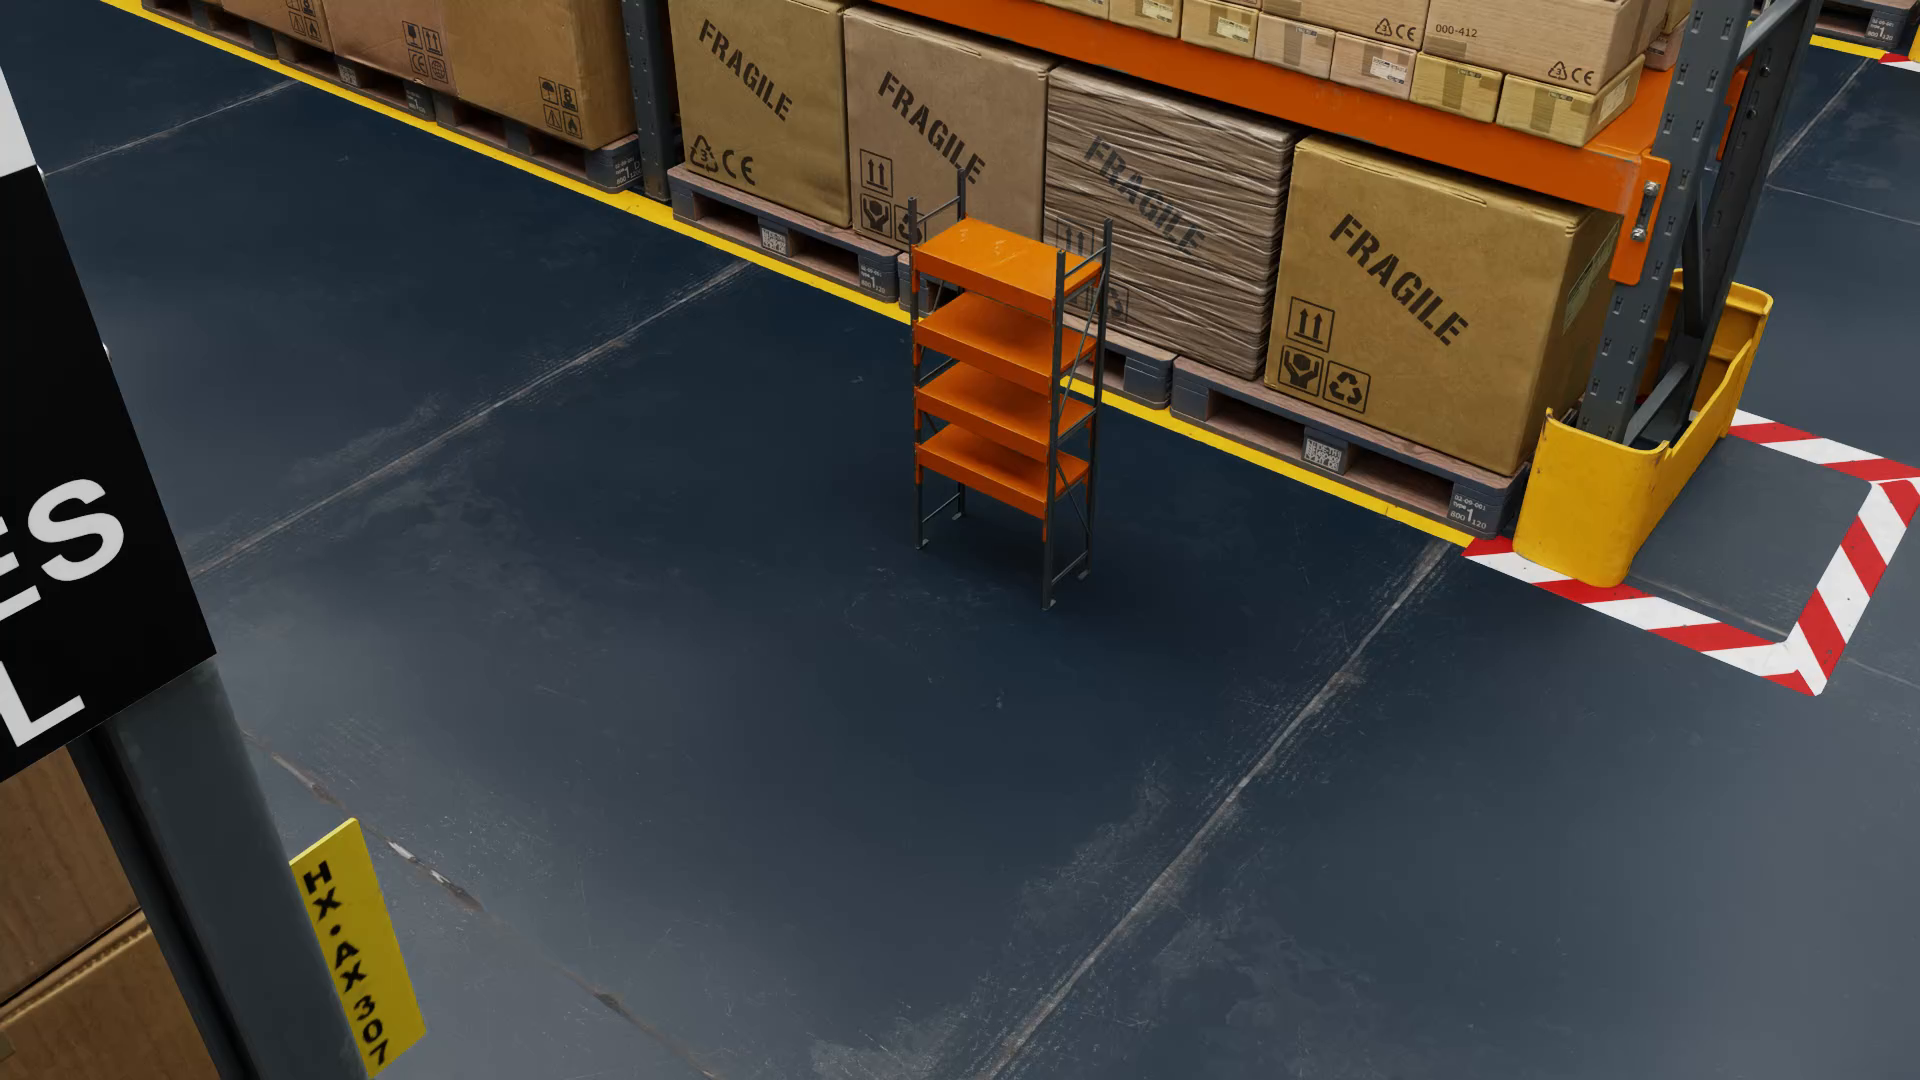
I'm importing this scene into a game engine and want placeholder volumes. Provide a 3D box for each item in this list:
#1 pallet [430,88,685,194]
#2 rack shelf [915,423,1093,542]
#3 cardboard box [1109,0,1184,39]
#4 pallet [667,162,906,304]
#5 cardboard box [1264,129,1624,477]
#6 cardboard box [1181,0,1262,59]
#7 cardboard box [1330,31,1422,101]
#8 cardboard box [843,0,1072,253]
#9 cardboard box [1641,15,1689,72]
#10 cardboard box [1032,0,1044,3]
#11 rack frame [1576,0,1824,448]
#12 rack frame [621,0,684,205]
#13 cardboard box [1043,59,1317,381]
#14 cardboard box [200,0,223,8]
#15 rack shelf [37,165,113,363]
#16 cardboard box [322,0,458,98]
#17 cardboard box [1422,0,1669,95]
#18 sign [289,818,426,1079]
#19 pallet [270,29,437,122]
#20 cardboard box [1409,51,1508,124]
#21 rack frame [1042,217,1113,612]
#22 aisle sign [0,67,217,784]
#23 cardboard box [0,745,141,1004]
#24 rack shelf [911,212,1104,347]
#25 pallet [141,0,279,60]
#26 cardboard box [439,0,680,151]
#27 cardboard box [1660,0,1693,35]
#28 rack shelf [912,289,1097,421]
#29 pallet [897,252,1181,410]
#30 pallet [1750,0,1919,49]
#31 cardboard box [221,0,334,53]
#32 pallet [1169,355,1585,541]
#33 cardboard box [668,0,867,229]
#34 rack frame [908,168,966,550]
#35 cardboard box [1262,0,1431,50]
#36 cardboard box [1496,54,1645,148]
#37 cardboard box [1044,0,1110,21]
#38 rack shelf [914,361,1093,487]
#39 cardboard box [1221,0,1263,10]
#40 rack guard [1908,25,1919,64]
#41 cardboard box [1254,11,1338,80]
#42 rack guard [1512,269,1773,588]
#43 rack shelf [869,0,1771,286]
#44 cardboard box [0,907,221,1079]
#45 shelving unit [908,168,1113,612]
[{"bbox_3d":[-1.657,-2.030,7.671,1.213,0.211,1.003,25,45,29],"label":"pallet"},{"bbox_3d":[0.131,-0.201,4.965,0.480,0.148,0.258,25,45,29],"label":"rack shelf"},{"bbox_3d":[0.677,-1.729,5.229,0.250,0.149,0.380,25,45,29],"label":"cardboard box"},{"bbox_3d":[-0.442,-1.454,6.937,1.213,0.211,1.003,25,45,29],"label":"pallet"},{"bbox_3d":[1.622,-0.907,5.358,0.875,0.875,0.875,25,45,29],"label":"cardboard box"},{"bbox_3d":[0.884,-1.633,5.106,0.250,0.149,0.380,24,44,28],"label":"cardboard box"},{"bbox_3d":[1.289,-1.442,4.863,0.250,0.149,0.380,25,45,29],"label":"cardboard box"},{"bbox_3d":[0.192,-1.581,6.219,0.875,0.875,0.875,25,45,29],"label":"cardboard box"},{"bbox_3d":[2.097,-1.573,5.030,0.250,0.149,0.380,26,45,29],"label":"cardboard box"},{"bbox_3d":[0.274,-1.920,5.473,0.250,0.149,0.380,24,44,27],"label":"cardboard box"},{"bbox_3d":[2.179,-1.377,4.576,0.127,3.000,1.000,25,45,29],"label":"rack frame"},{"bbox_3d":[-0.998,-2.876,6.490,0.127,3.000,1.000,25,45,29],"label":"rack frame"},{"bbox_3d":[0.899,-1.248,5.793,0.875,0.875,0.875,25,45,29],"label":"cardboard box"},{"bbox_3d":[-3.640,-3.434,8.585,0.875,0.875,1.225,23,44,27],"label":"cardboard box"},{"bbox_3d":[-2.503,-0.634,1.776,4.000,0.370,1.077,25,45,29],"label":"rack shelf"},{"bbox_3d":[-2.229,-2.768,7.736,0.875,0.875,1.225,24,44,27],"label":"cardboard box"},{"bbox_3d":[1.633,-1.487,4.597,0.500,0.250,0.500,25,44,28],"label":"cardboard box"},{"bbox_3d":[-0.585,0.407,1.595,0.005,0.325,0.100,25,45,29],"label":"sign"},{"bbox_3d":[-2.630,-2.486,8.254,1.213,0.211,1.003,25,45,29],"label":"pallet"},{"bbox_3d":[1.488,-1.347,4.741,0.250,0.149,0.380,26,45,29],"label":"cardboard box"},{"bbox_3d":[0.325,-0.319,4.684,0.015,1.200,0.240,25,45,29],"label":"rack frame"},{"bbox_3d":[-0.674,-0.130,0.874,0.004,0.787,0.394,25,45,29],"label":"aisle sign"},{"bbox_3d":[-1.110,0.165,1.473,0.500,0.500,0.500,25,44,28],"label":"cardboard box"},{"bbox_3d":[0.131,-0.720,4.559,0.480,0.148,0.258,25,45,29],"label":"rack shelf"},{"bbox_3d":[-3.595,-2.944,8.838,1.213,0.211,1.003,25,45,29],"label":"pallet"},{"bbox_3d":[-1.519,-2.434,7.309,0.875,0.875,1.225,25,45,29],"label":"cardboard box"},{"bbox_3d":[1.962,-1.748,4.929,0.500,0.250,0.500,24,44,27],"label":"cardboard box"},{"bbox_3d":[0.131,-0.534,4.705,0.480,0.148,0.258,25,45,29],"label":"rack shelf"},{"bbox_3d":[0.531,-0.998,6.353,1.213,0.211,1.003,25,45,29],"label":"pallet"},{"bbox_3d":[4.556,-3.033,8.952,1.213,0.211,1.003,25,45,29],"label":"pallet"},{"bbox_3d":[-2.937,-3.096,8.154,0.875,0.875,1.225,25,45,29],"label":"cardboard box"},{"bbox_3d":[1.496,-0.541,5.769,1.213,0.211,1.003,25,45,29],"label":"pallet"},{"bbox_3d":[-0.523,-1.918,6.649,0.875,0.875,0.875,25,45,29],"label":"cardboard box"},{"bbox_3d":[-0.062,-0.502,4.918,0.015,1.200,0.240,25,45,29],"label":"rack frame"},{"bbox_3d":[1.230,-1.677,4.840,0.500,0.250,0.500,24,44,28],"label":"cardboard box"},{"bbox_3d":[1.696,-1.251,4.618,0.250,0.149,0.380,26,45,29],"label":"cardboard box"},{"bbox_3d":[0.482,-1.823,5.349,0.250,0.149,0.380,26,45,29],"label":"cardboard box"},{"bbox_3d":[0.131,-0.357,4.842,0.480,0.148,0.258,25,45,29],"label":"rack shelf"},{"bbox_3d":[0.826,-1.868,5.083,0.500,0.250,0.500,24,44,27],"label":"cardboard box"},{"bbox_3d":[5.215,-2.816,8.441,0.348,0.500,1.175,25,45,29],"label":"rack guard"},{"bbox_3d":[1.091,-1.536,4.983,0.250,0.149,0.380,26,45,29],"label":"cardboard box"},{"bbox_3d":[2.198,-0.384,5.335,0.348,0.500,1.175,25,45,29],"label":"rack guard"},{"bbox_3d":[0.590,-1.843,5.755,4.000,0.370,1.077,25,45,29],"label":"rack shelf"},{"bbox_3d":[-1.103,0.553,1.787,0.500,0.500,0.500,27,46,31],"label":"cardboard box"},{"bbox_3d":[0.131,-0.410,4.801,0.503,1.200,0.258,25,45,29],"label":"shelving unit"}]
